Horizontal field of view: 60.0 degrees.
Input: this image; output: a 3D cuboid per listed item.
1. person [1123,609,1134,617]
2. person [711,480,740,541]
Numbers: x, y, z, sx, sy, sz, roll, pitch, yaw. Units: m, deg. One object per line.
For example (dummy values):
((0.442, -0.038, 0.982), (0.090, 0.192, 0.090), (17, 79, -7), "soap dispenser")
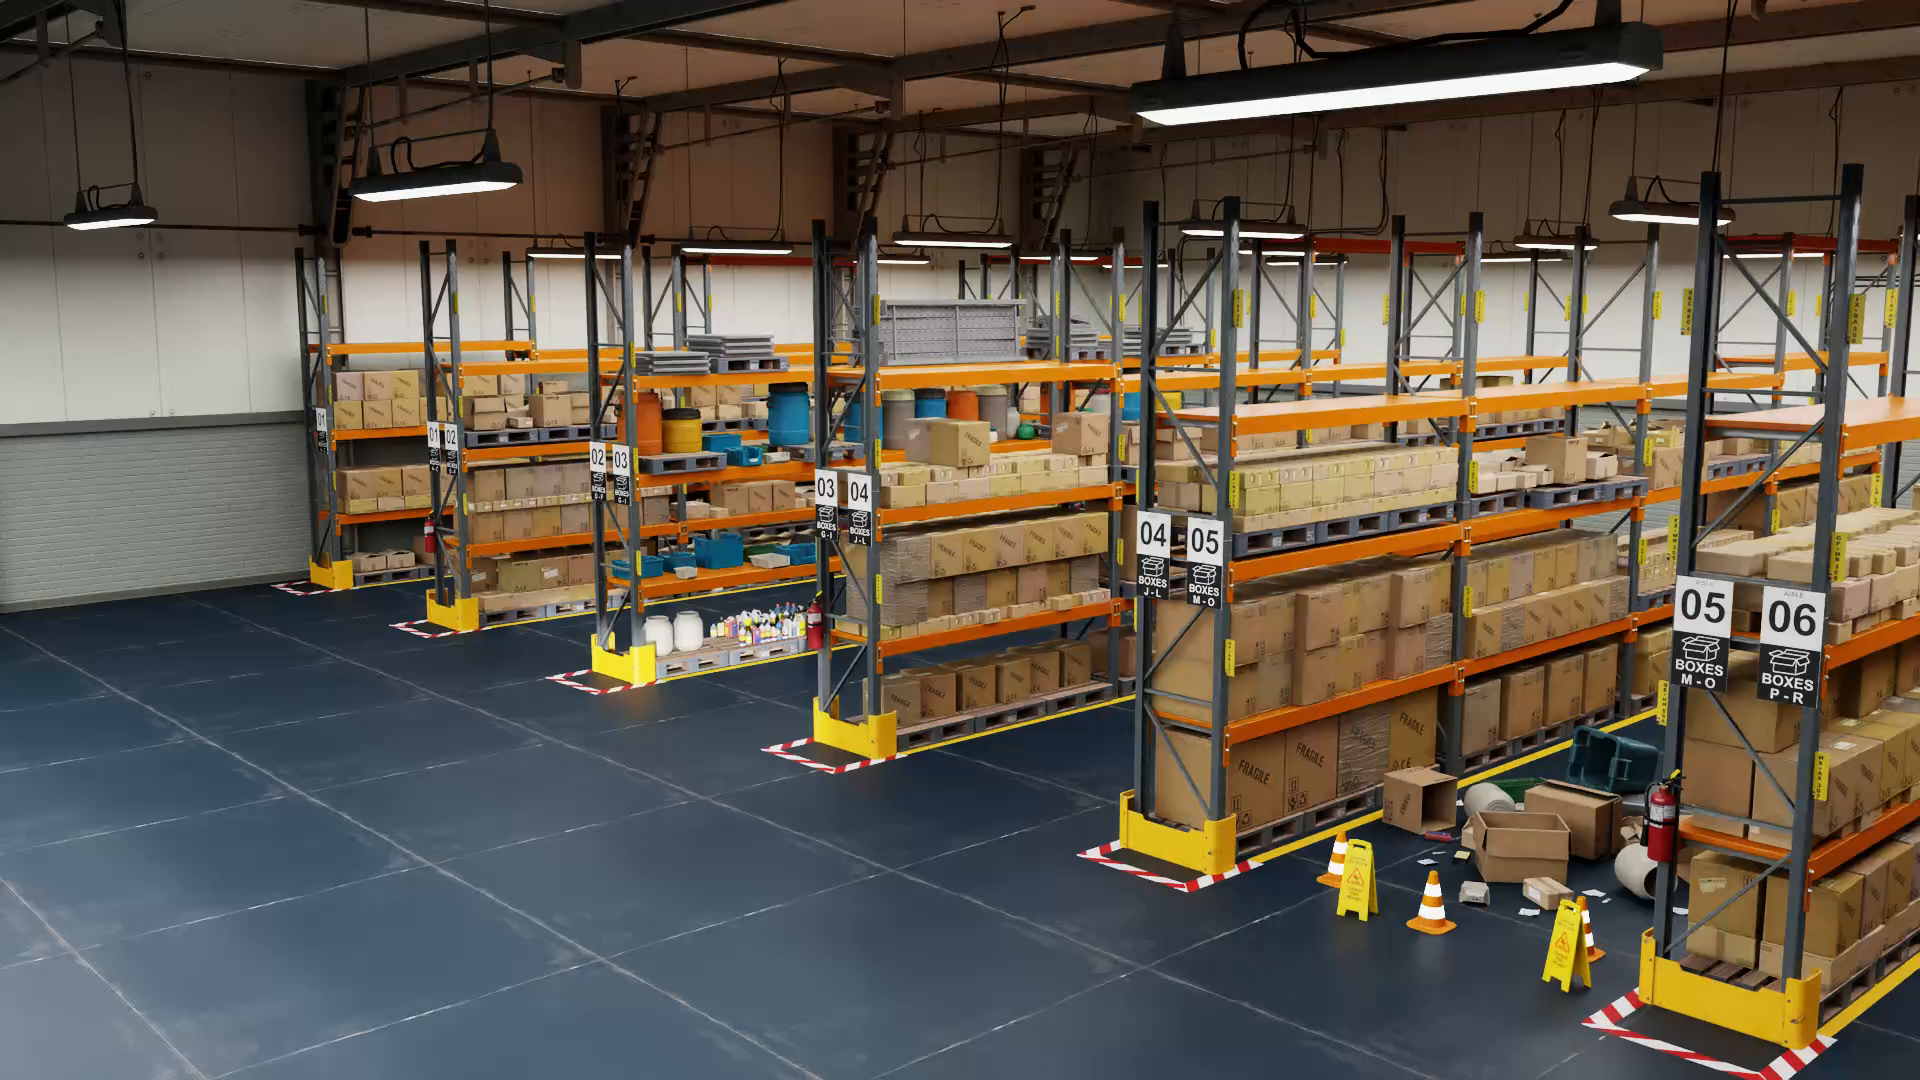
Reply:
((2.406, 0.407, 25.068), (0.565, 1.662, 0.840), (8, 11, 42), "person")
((-4.554, -0.423, 32.567), (0.565, 1.672, 0.951), (6, 10, 37), "person")
